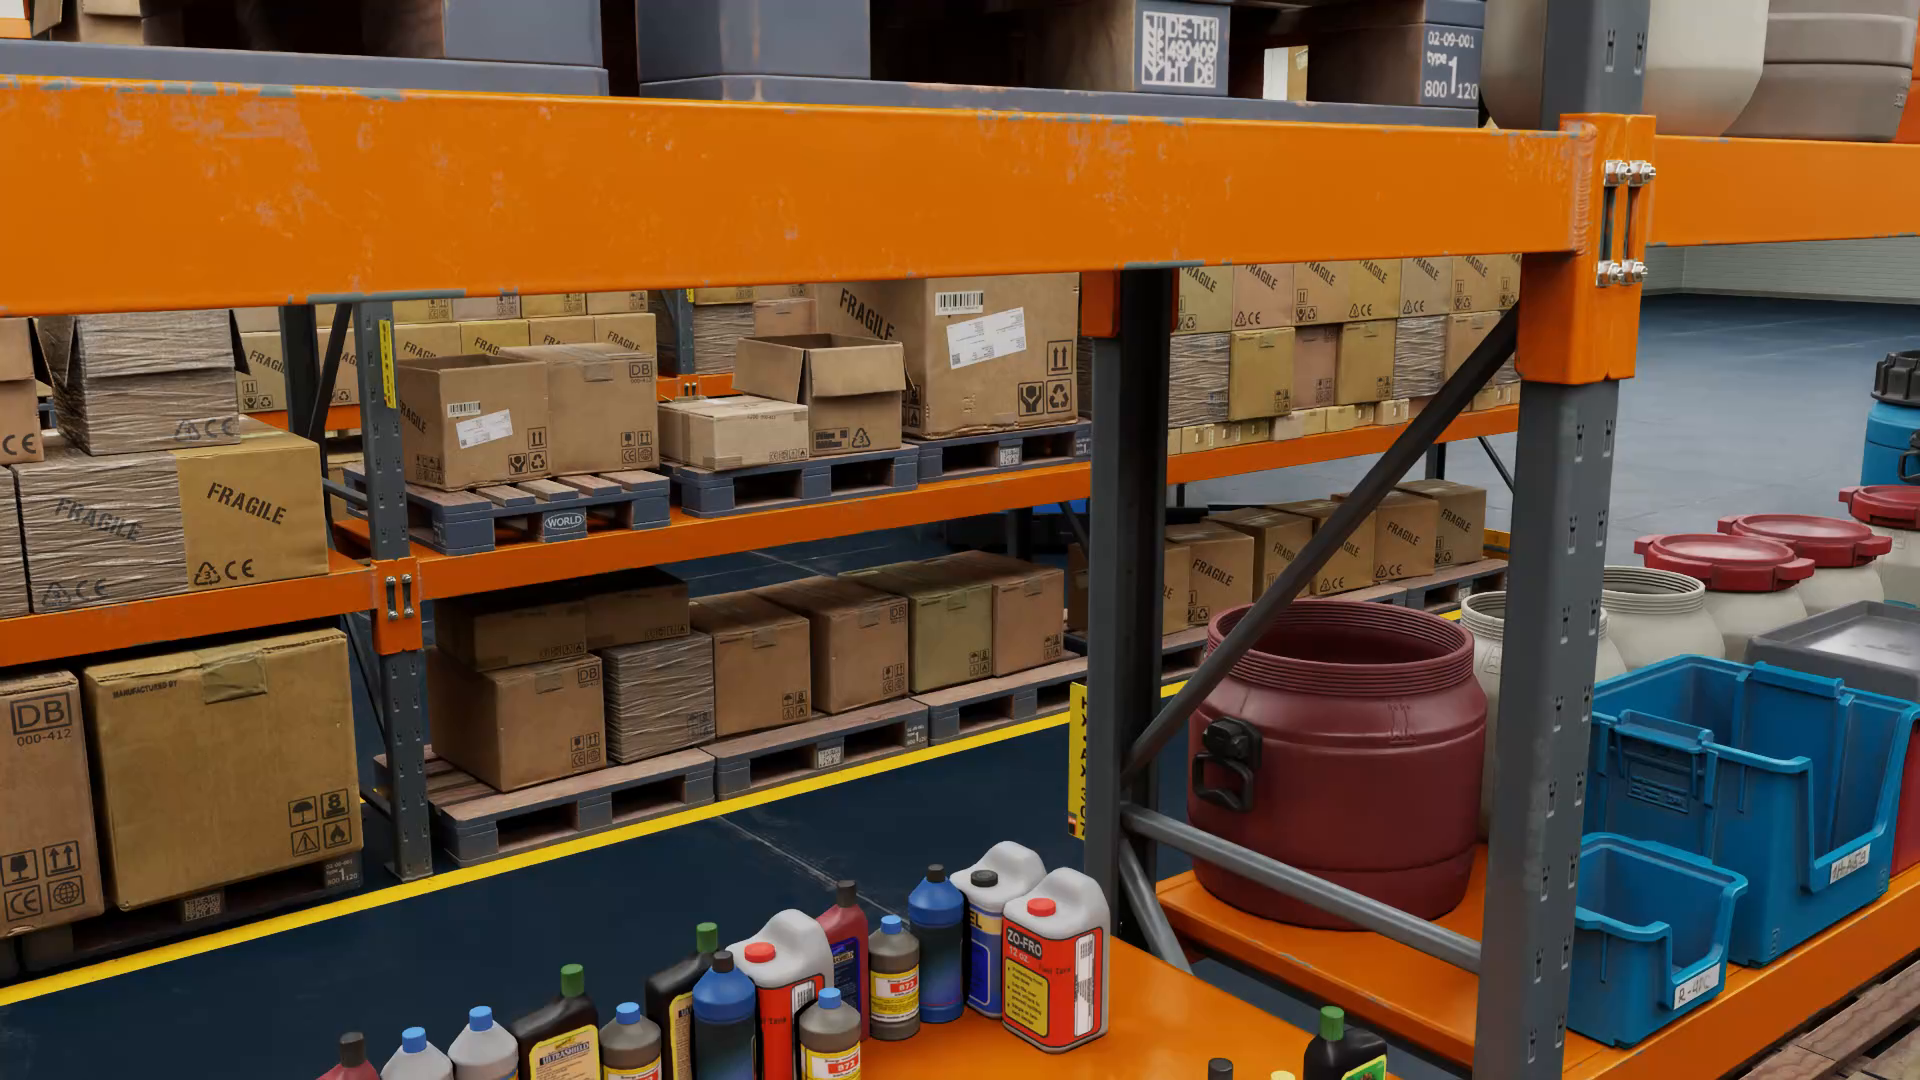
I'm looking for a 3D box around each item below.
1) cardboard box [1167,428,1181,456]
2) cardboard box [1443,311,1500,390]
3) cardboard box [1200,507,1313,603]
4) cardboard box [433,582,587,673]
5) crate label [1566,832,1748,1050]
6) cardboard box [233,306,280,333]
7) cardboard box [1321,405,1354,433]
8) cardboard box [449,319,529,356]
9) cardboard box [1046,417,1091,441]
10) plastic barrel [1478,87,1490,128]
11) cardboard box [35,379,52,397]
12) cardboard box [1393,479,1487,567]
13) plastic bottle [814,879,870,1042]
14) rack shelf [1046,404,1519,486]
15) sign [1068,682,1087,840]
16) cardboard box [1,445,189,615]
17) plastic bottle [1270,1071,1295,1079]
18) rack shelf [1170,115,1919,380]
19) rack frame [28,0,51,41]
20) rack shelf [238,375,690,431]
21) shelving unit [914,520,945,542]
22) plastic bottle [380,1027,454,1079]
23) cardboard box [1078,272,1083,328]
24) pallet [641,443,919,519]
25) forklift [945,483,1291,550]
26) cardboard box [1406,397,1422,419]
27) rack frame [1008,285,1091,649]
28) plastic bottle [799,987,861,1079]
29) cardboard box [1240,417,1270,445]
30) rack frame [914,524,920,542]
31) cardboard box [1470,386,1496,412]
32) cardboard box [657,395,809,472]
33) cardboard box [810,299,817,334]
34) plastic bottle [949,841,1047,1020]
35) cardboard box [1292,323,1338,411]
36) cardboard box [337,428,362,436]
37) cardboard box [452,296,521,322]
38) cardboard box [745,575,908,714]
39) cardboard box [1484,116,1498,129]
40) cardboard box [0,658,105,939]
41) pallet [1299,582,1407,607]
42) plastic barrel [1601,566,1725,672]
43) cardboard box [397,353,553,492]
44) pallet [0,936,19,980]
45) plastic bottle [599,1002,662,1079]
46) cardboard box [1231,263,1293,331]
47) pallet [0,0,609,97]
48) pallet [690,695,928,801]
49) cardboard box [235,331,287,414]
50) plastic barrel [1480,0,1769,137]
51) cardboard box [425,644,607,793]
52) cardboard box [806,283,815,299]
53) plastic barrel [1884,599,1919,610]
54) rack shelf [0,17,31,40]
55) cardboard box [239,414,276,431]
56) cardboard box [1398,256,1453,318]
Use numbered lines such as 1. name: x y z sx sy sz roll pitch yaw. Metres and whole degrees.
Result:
1. cardboard box: 0.991 -0.555 9.126 0.250 0.149 0.380 -9 15 -38
2. cardboard box: 2.996 -1.261 10.889 0.500 0.500 0.875 -9 15 -38
3. cardboard box: 1.850 0.104 10.423 0.500 0.500 0.500 -11 16 -43
4. cardboard box: -1.984 0.369 7.322 0.500 0.250 0.500 -9 15 -35
5. crate label: 1.169 0.712 2.959 0.416 0.233 0.303 -9 15 -38
6. cardboard box: -4.757 -1.658 11.067 0.500 0.500 0.700 -10 15 -38
7. cardboard box: 2.154 -0.752 10.053 0.250 0.149 0.380 -9 15 -38
8. cardboard box: -3.414 -1.323 11.898 0.500 0.500 0.500 -9 15 -37
9. cardboard box: 0.619 -0.652 9.580 0.250 0.149 0.380 -9 15 -38
10. plastic barrel: 0.767 -0.808 2.865 0.294 0.245 0.294 0 12 0
11. cardboard box: -5.606 -0.941 9.934 0.250 0.149 0.380 -9 15 -37
12. cardboard box: 3.260 -0.122 11.490 0.500 0.500 0.500 -6 14 -27
13. plastic bottle: -0.219 0.720 2.799 0.133 0.283 0.061 -9 15 -38
14. rack shelf: 2.197 -0.606 10.495 4.000 0.370 1.077 -9 15 -38
15. sign: 0.256 0.455 3.370 0.005 0.325 0.100 -9 15 -38
16. cardboard box: -3.112 -0.061 5.953 0.500 0.500 0.500 -10 15 -38
17. plastic bottle: 0.455 0.854 2.362 0.097 0.201 0.097 0 12 0
18. rack shelf: 2.167 -0.751 3.956 4.000 0.370 1.077 -9 15 -38
19. rack frame: -5.508 -3.932 9.981 0.127 3.000 1.000 -9 15 -38
20. rack shelf: -3.946 -0.905 11.901 4.000 0.370 1.077 -9 15 -38
21. shelving unit: -0.241 -0.450 13.080 0.210 0.900 0.258 -2 12 -11
22. plastic bottle: -0.763 0.821 2.352 0.097 0.271 0.097 0 12 0
23. cardboard box: 0.814 -1.485 9.538 0.500 0.500 0.500 -9 15 -38
24. pallet: -0.968 -0.349 8.015 1.213 0.211 1.003 -9 15 -38
25. forklift: 1.405 -1.439 12.848 3.031 2.935 1.130 0 12 0
26. cardboard box: 2.699 -0.860 10.561 0.250 0.149 0.380 -9 15 -38
27. rack frame: 0.635 -0.699 9.198 0.127 3.000 1.000 -9 15 -38
28. plastic bottle: -0.203 0.802 2.607 0.097 0.201 0.097 0 12 0
29. cardboard box: 1.561 -0.656 9.603 0.250 0.149 0.380 -9 15 -38
30. rack frame: -0.341 -0.446 13.061 0.006 0.900 0.240 -2 12 -11
31. cardboard box: 3.306 -0.951 10.993 0.250 0.149 0.380 -9 15 -38
32. cardboard box: -1.036 -0.492 7.574 0.500 0.250 0.500 -10 16 -39
33. cardboard box: -1.194 -1.766 13.861 0.550 0.550 0.875 -9 15 -38
34. plastic bottle: 0.066 0.688 2.966 0.135 0.276 0.152 -9 15 -38
35. cardboard box: 1.765 -1.082 10.046 0.500 0.500 0.875 -9 15 -38
36. cardboard box: -5.964 -1.158 16.675 0.625 0.372 0.950 -9 15 -37
37. cardboard box: -3.564 -1.856 12.002 0.500 0.500 0.700 -9 15 -37
38. cardboard box: -0.679 0.516 8.434 0.500 0.500 0.700 -11 16 -42
39. cardboard box: 3.134 -2.616 10.405 0.250 0.149 0.380 -9 15 -37
40. cardboard box: -3.741 0.855 5.986 0.875 0.875 1.225 -9 15 -37
41. pallet: 2.091 0.413 10.675 1.213 0.211 1.003 -9 15 -38
42. plastic barrel: 1.604 0.346 4.008 0.421 0.512 0.421 0 12 0
43. cardboard box: -2.092 -0.511 7.061 0.500 0.500 0.500 11 16 43
44. pallet: -4.103 1.432 5.878 1.213 0.211 1.003 -9 15 -38
45. plastic bottle: -0.507 0.812 2.560 0.097 0.201 0.097 0 12 0
46. cardboard box: 1.535 -1.465 9.441 0.500 0.500 0.500 -9 15 -38
47. pallet: -1.083 -0.498 1.483 1.213 0.211 1.003 -9 15 -38
48. pallet: -0.925 0.926 8.261 1.213 0.211 1.003 -9 15 -38
49. cardboard box: -4.594 -1.127 10.975 0.500 0.500 0.500 -10 15 -38
50. plastic barrel: 1.040 -0.889 2.603 0.421 0.512 0.421 0 12 0
51. cardboard box: -1.978 0.738 7.393 0.500 0.500 0.700 -10 16 -41
52. cardboard box: -1.211 -2.298 13.770 0.550 0.550 0.875 -9 15 -38
53. plastic barrel: 2.600 0.319 4.738 0.301 0.262 0.301 0 12 0
54. rack shelf: -7.118 -4.434 15.039 4.000 0.370 1.077 -9 15 -38
55. cardboard box: -3.038 -0.210 6.654 0.500 0.500 0.500 -9 15 -36
56. cardboard box: 2.704 -1.660 10.359 0.500 0.500 0.500 -9 15 -38
